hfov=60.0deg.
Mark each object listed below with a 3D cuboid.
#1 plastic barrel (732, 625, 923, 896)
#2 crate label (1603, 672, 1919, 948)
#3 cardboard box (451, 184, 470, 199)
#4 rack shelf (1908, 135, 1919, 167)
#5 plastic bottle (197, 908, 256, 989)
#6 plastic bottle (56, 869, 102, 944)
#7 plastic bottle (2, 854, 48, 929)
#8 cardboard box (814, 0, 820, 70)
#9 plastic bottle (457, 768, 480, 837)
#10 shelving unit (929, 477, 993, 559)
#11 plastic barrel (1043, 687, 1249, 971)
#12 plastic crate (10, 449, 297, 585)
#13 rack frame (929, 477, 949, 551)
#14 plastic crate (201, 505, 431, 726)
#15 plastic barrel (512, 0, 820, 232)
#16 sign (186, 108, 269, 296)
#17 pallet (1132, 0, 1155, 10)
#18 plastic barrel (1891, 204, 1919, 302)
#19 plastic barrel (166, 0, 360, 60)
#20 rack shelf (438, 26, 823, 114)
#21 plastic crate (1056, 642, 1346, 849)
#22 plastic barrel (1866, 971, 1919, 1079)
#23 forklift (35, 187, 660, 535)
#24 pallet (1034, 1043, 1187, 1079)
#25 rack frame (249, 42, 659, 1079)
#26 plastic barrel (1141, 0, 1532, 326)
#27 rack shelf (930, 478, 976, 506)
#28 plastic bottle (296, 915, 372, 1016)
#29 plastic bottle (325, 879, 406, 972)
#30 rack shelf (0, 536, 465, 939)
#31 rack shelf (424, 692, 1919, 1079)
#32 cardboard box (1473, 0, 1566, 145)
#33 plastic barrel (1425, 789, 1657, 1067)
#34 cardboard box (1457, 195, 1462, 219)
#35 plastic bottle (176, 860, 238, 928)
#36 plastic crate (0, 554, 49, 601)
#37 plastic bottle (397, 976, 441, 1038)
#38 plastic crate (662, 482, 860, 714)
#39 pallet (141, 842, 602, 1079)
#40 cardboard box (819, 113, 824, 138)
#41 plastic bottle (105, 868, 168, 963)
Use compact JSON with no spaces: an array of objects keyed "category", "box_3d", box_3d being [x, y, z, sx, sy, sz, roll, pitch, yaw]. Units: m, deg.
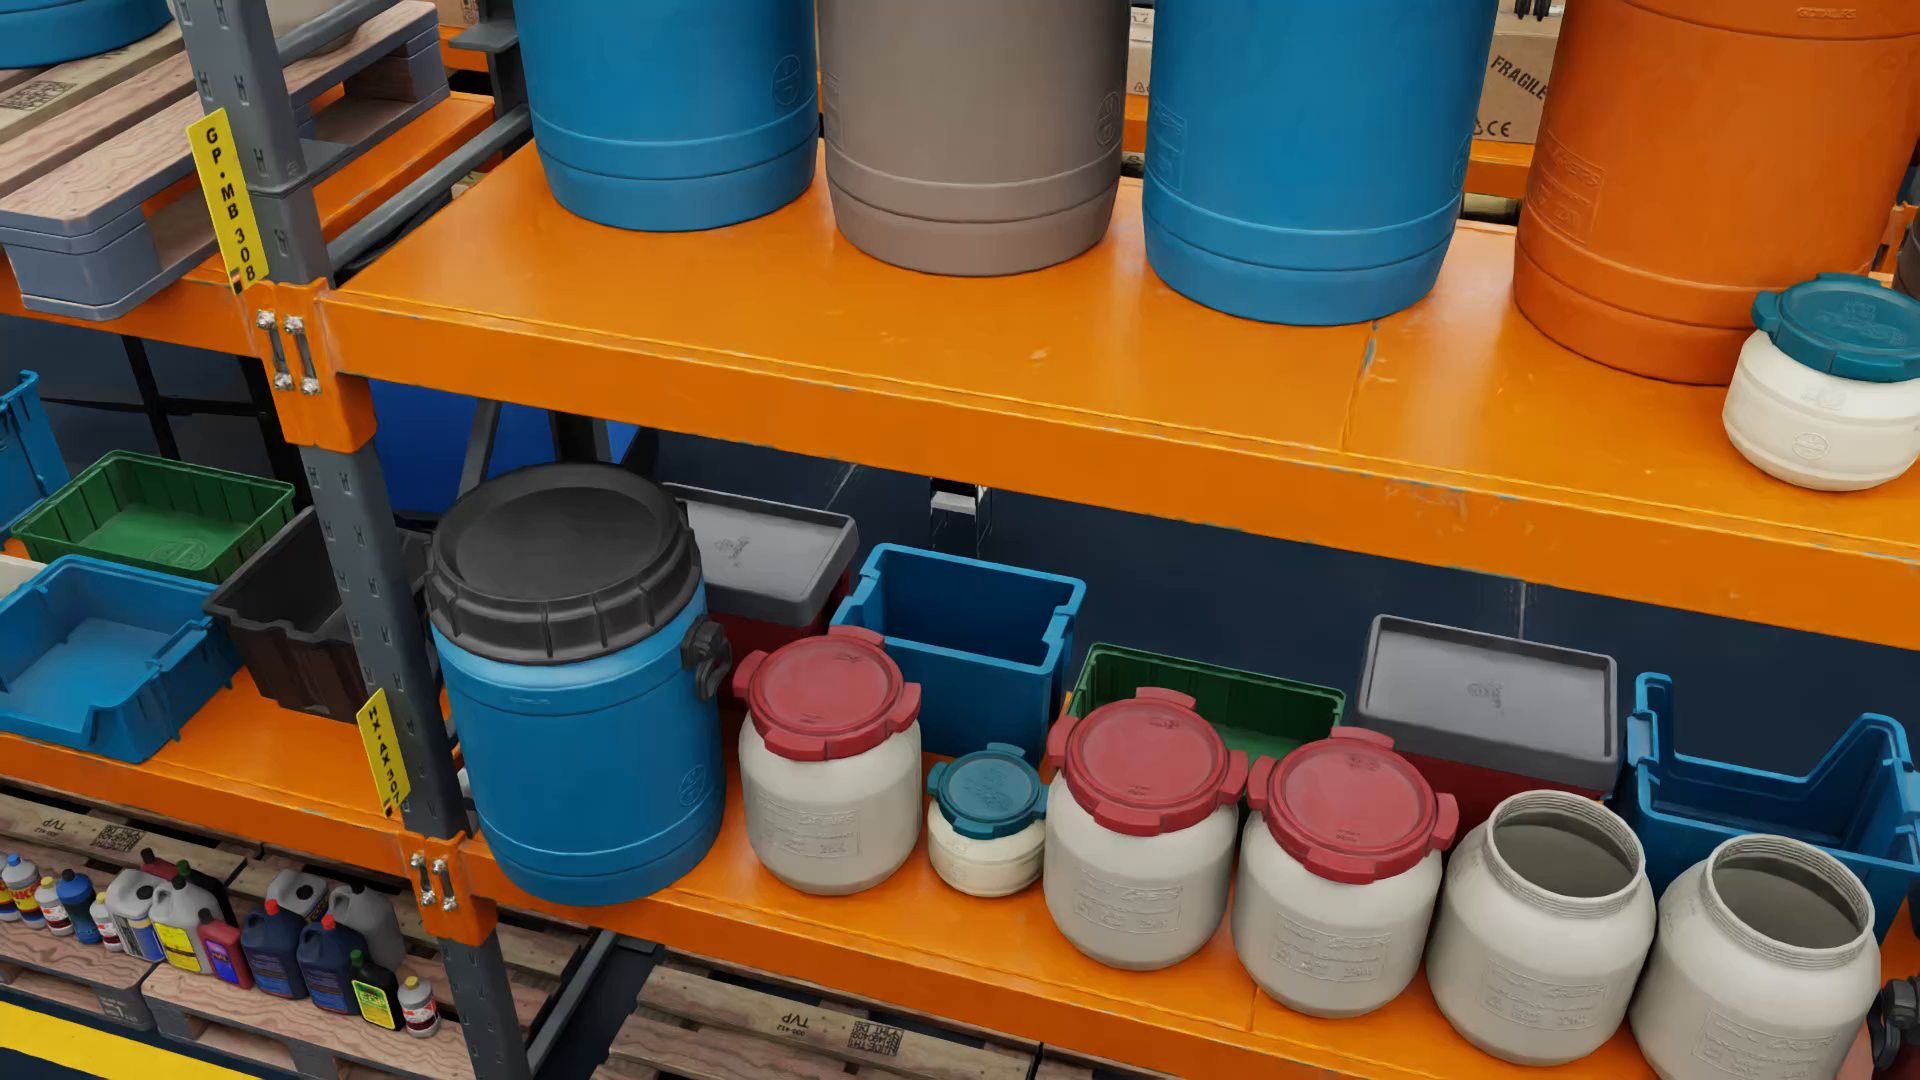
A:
[{"category":"plastic barrel","box_3d":[-0.300,0.532,3.882,0.433,0.535,0.433,0,36,0]},{"category":"crate label","box_3d":[1.803,0.658,3.796,0.616,0.435,0.502,10,38,14]},{"category":"cardboard box","box_3d":[-2.561,-1.970,9.362,0.500,0.250,0.500,10,38,14]},{"category":"rack shelf","box_3d":[6.060,-1.158,6.900,4.000,0.370,1.077,10,38,14]},{"category":"plastic bottle","box_3d":[-2.199,1.220,4.982,0.133,0.283,0.061,13,38,17]},{"category":"plastic bottle","box_3d":[-2.712,1.119,5.130,0.097,0.271,0.097,0,36,0]},{"category":"plastic bottle","box_3d":[-2.905,1.083,5.178,0.097,0.271,0.097,0,36,0]},{"category":"cardboard box","box_3d":[-0.598,-2.713,8.321,0.500,0.500,0.700,10,38,13]},{"category":"plastic bottle","box_3d":[-1.638,0.867,5.468,0.135,0.276,0.152,12,38,16]},{"category":"shelving unit","box_3d":[0.008,-0.361,6.981,0.210,0.900,0.258,10,38,14]},{"category":"plastic barrel","box_3d":[0.401,0.662,3.706,0.433,0.535,0.433,0,36,0]},{"category":"plastic crate","box_3d":[-2.359,-0.021,4.927,0.662,0.188,0.450,10,38,14]},{"category":"rack frame","box_3d":[-0.089,-0.379,7.006,0.006,0.900,0.240,10,38,14]},{"category":"plastic crate","box_3d":[-1.609,0.154,4.563,0.504,0.338,0.767,10,38,14]},{"category":"plastic barrel","box_3d":[-0.597,-1.149,3.328,0.708,0.901,0.600,10,38,14]},{"category":"sign","box_3d":[-1.322,-0.609,3.009,0.005,0.325,0.100,10,38,14]},{"category":"pallet","box_3d":[1.155,-4.288,12.897,1.213,0.211,1.003,10,38,14]},{"category":"plastic barrel","box_3d":[1.951,-0.677,2.687,0.600,0.901,0.600,0,36,0]},{"category":"plastic barrel","box_3d":[-1.500,-1.316,3.528,0.421,0.512,0.421,0,36,0]},{"category":"rack shelf","box_3d":[-1.576,-2.572,8.821,4.000,0.370,1.077,10,38,14]},{"category":"plastic crate","box_3d":[0.599,0.527,4.182,0.662,0.188,0.450,10,38,14]},{"category":"plastic barrel","box_3d":[2.137,1.035,3.198,0.708,0.536,0.600,10,38,14]},{"category":"forklift","box_3d":[-2.950,-1.408,6.691,3.031,2.935,1.130,4,37,6]},{"category":"pallet","box_3d":[0.782,1.748,4.697,1.213,0.211,1.003,10,38,14]},{"category":"rack frame","box_3d":[-1.147,0.293,4.321,0.127,3.000,1.000,10,38,14]},{"category":"plastic barrel","box_3d":[0.651,-0.918,3.014,0.708,0.901,0.600,10,38,14]},{"category":"rack shelf","box_3d":[0.008,-0.262,7.054,0.200,0.077,0.258,10,38,14]},{"category":"plastic bottle","box_3d":[-1.848,1.232,4.909,0.185,0.351,0.144,10,37,13]},{"category":"plastic bottle","box_3d":[-1.805,1.151,5.020,0.185,0.351,0.144,10,38,14]},{"category":"rack shelf","box_3d":[-3.056,0.230,5.014,4.000,0.370,1.077,10,38,14]},{"category":"rack shelf","box_3d":[0.762,0.937,4.054,4.000,0.370,1.077,10,38,14]},{"category":"cardboard box","box_3d":[2.545,-2.129,7.528,0.500,0.500,0.500,9,37,11]},{"category":"plastic barrel","box_3d":[1.223,0.820,3.511,0.421,0.512,0.421,0,36,0]},{"category":"cardboard box","box_3d":[2.258,-1.618,8.410,0.500,0.311,0.500,10,38,13]},{"category":"plastic bottle","box_3d":[-2.333,1.106,5.137,0.133,0.283,0.061,10,38,14]},{"category":"plastic crate","box_3d":[-2.773,0.256,4.594,0.437,0.136,0.530,10,38,14]},{"category":"plastic bottle","box_3d":[-1.587,1.355,4.867,0.097,0.201,0.097,0,36,0]},{"category":"plastic crate","box_3d":[-0.594,0.180,4.421,0.583,0.464,0.402,10,38,14]},{"category":"pallet","box_3d":[-1.776,1.274,5.341,1.213,0.211,1.003,10,38,14]},{"category":"cardboard box","box_3d":[-0.648,-1.926,8.668,0.500,0.500,0.500,10,38,14]},{"category":"plastic bottle","box_3d":[-2.493,1.140,5.097,0.135,0.276,0.152,11,38,15]}]
